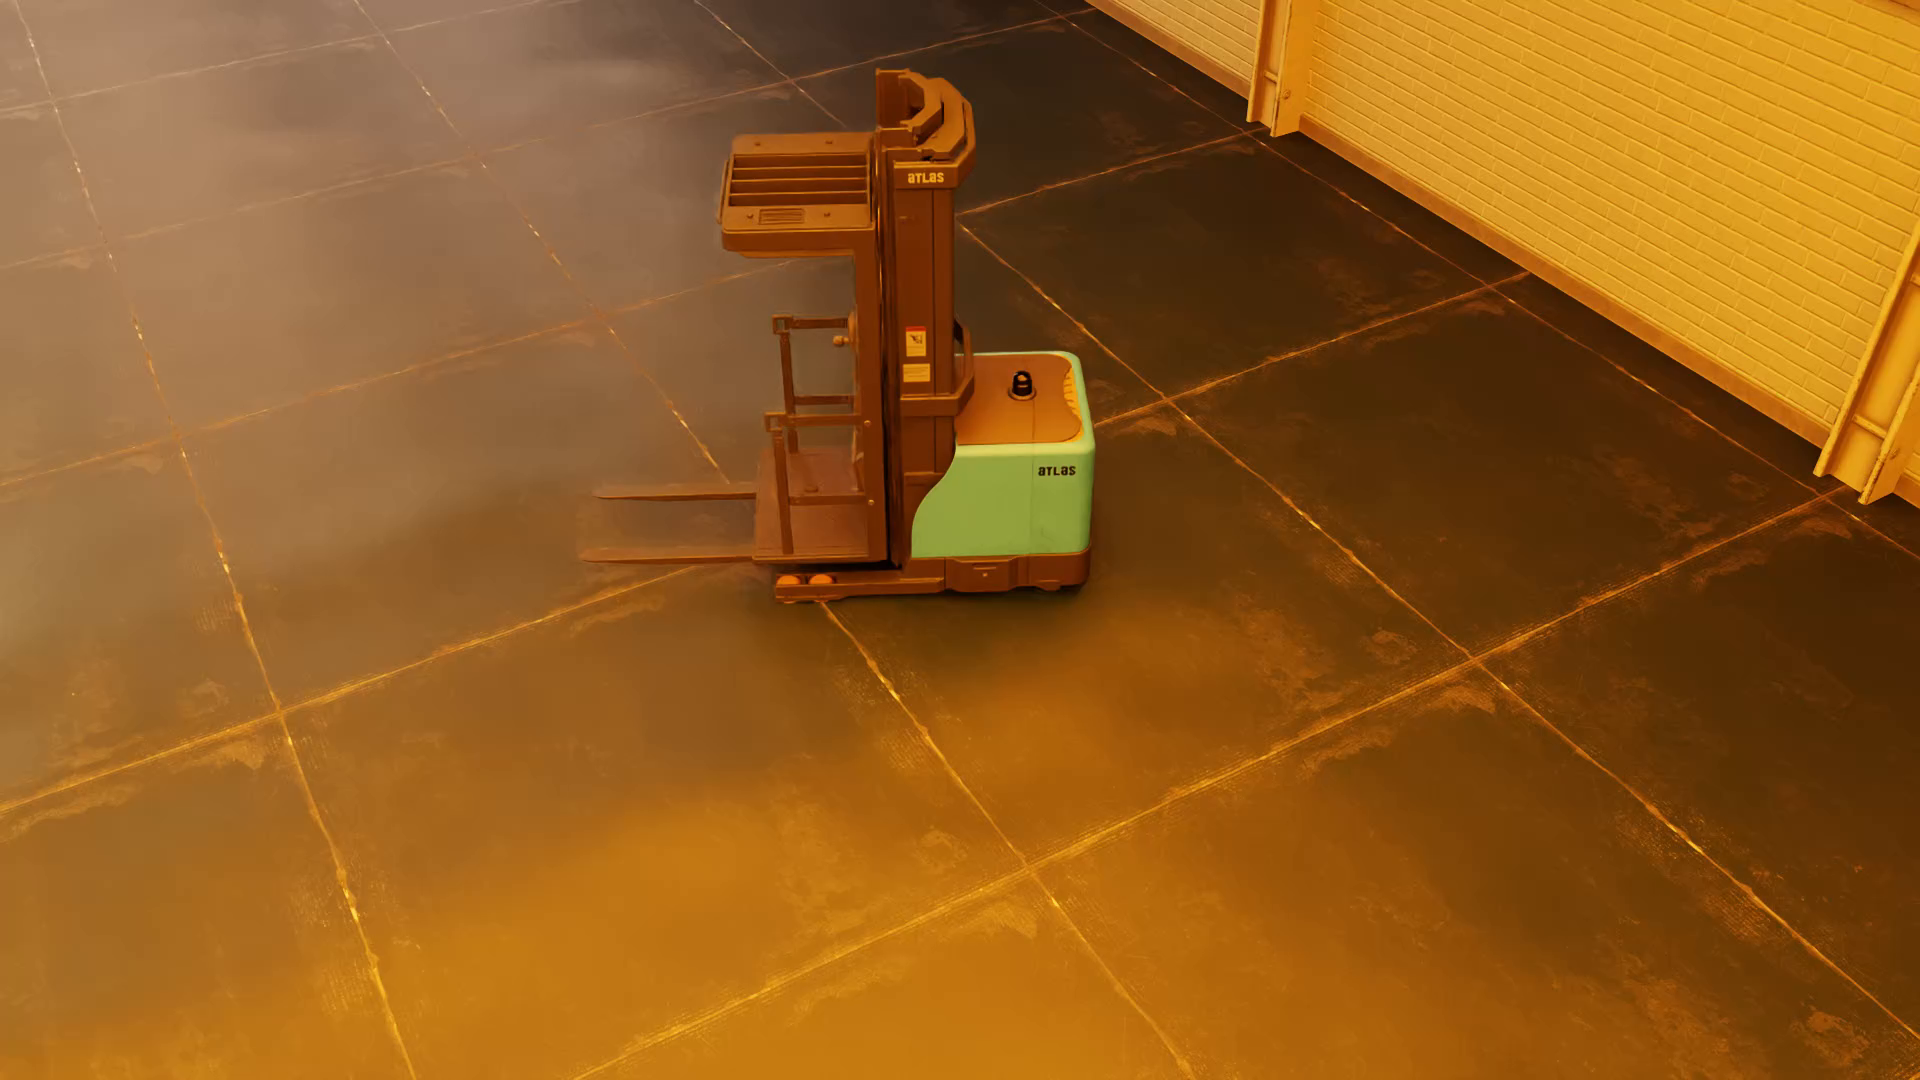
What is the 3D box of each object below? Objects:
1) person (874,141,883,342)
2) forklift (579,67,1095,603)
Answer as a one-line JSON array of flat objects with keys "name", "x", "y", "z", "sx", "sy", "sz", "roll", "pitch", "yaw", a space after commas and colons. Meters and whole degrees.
[{"name": "person", "x": -0.466, "y": -2.058, "z": 11.526, "sx": 0.508, "sy": 1.649, "sz": 0.683, "roll": -9, "pitch": 40, "yaw": -10}, {"name": "forklift", "x": -0.758, "y": -1.099, "z": 9.361, "sx": 3.031, "sy": 2.935, "sz": 1.130, "roll": -2, "pitch": 40, "yaw": -2}]
